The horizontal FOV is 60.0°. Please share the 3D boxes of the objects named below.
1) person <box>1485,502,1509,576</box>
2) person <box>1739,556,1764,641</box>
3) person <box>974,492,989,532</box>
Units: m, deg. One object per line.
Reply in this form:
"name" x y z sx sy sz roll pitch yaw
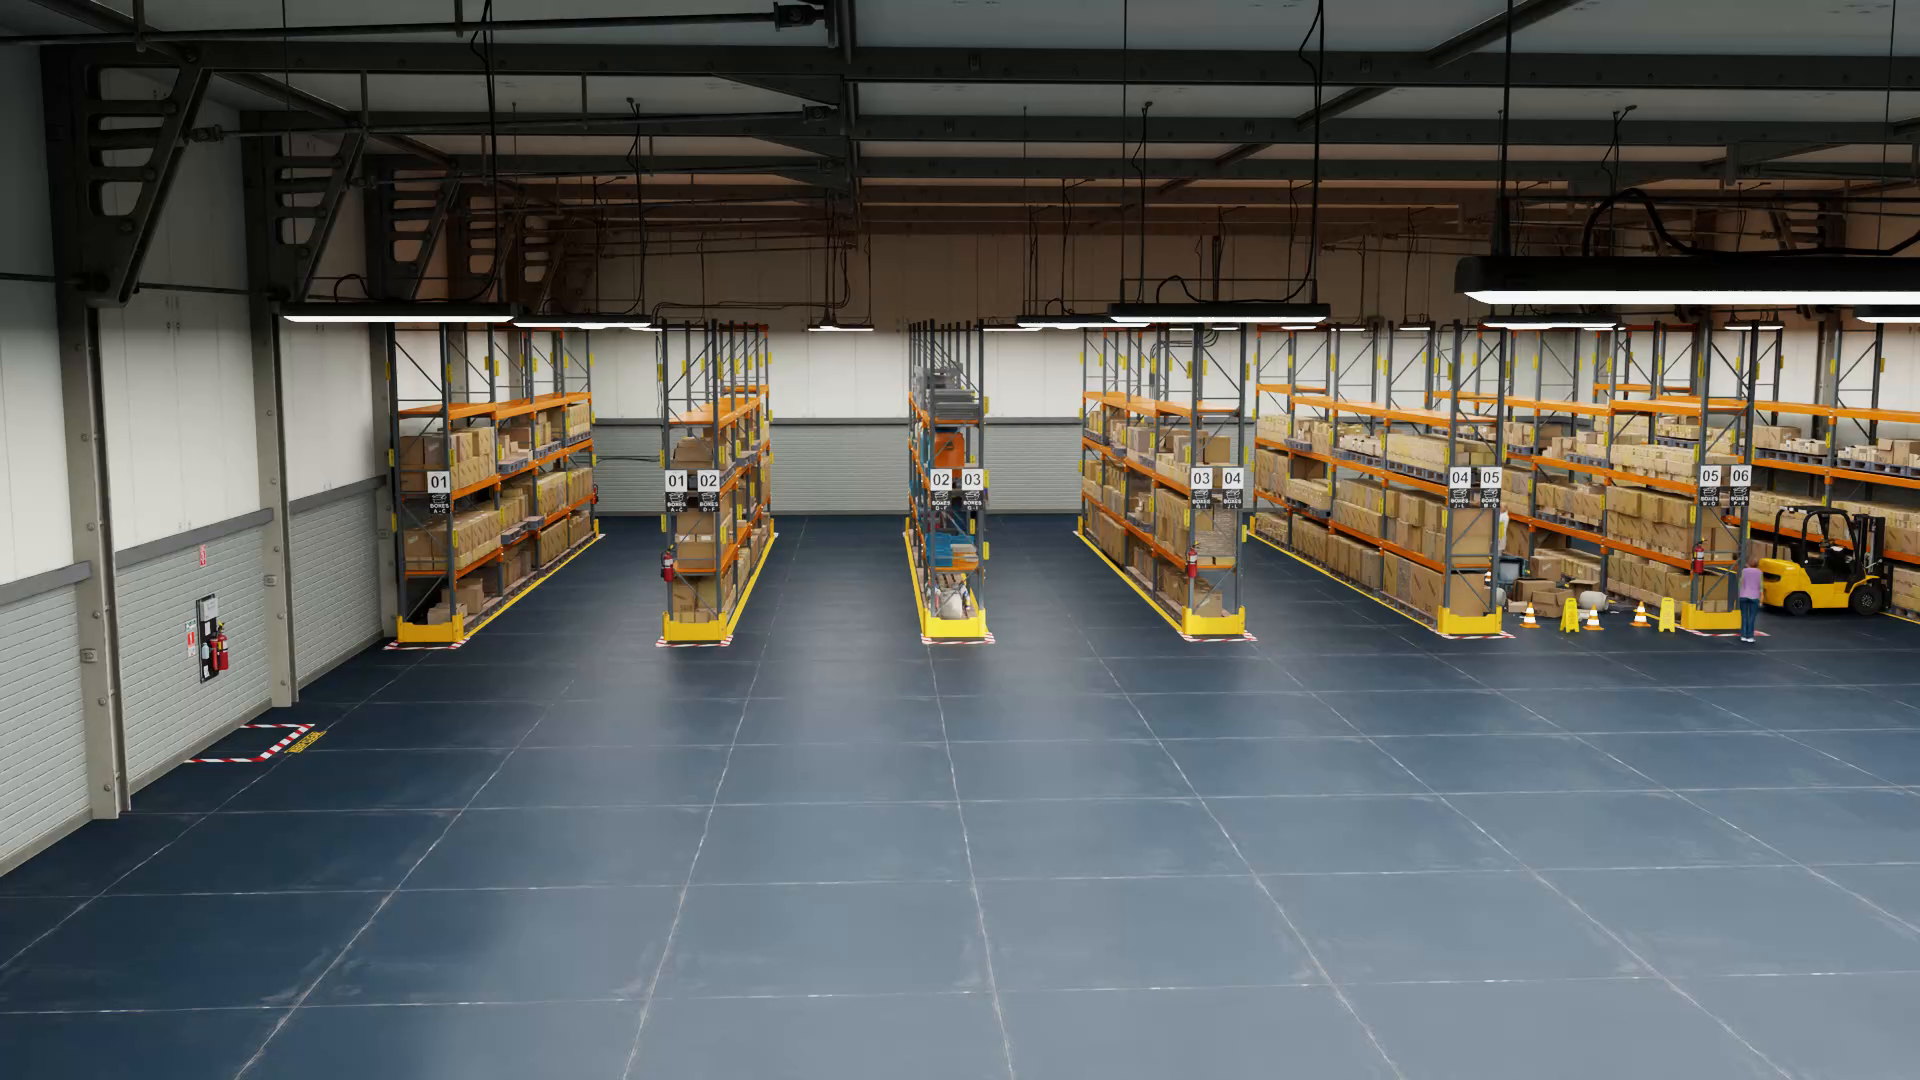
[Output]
"person" 12.701 -0.004 39.256 0.519 1.795 0.619 3 8 26
"person" 14.735 1.098 30.996 0.421 1.605 0.330 5 8 33
"person" 0.599 -1.075 48.517 0.470 1.669 0.416 -5 8 -33
